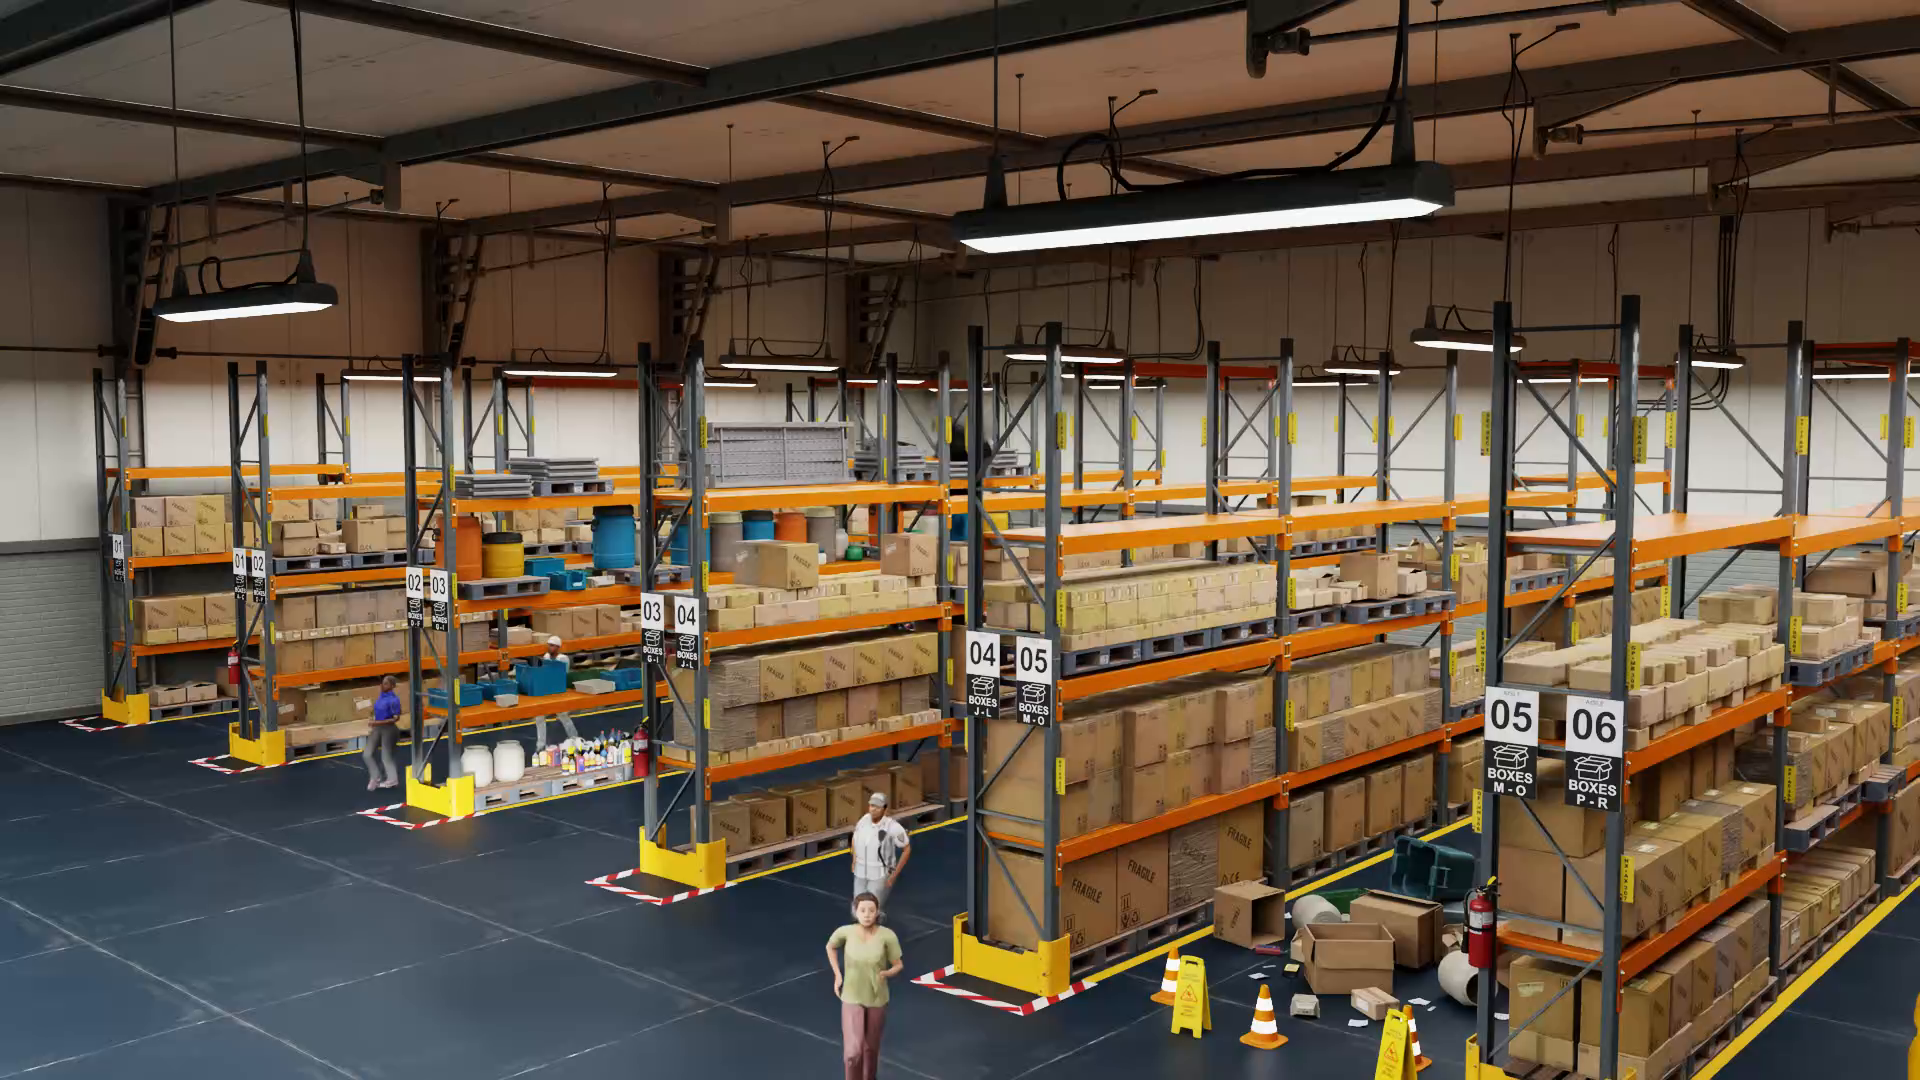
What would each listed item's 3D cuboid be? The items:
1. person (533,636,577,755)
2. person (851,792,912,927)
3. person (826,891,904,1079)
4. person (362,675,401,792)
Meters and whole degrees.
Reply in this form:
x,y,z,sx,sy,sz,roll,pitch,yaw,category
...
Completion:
x,y,z,sx,sy,sz,roll,pitch,yaw,category
-6.238,2.389,25.561,0.664,1.843,0.799,2,5,29,person
-0.778,3.210,15.831,0.638,1.635,0.685,2,5,28,person
-0.695,3.435,12.258,0.558,1.724,0.733,-1,4,-8,person
-7.938,2.678,22.954,0.591,1.654,0.602,2,5,29,person
